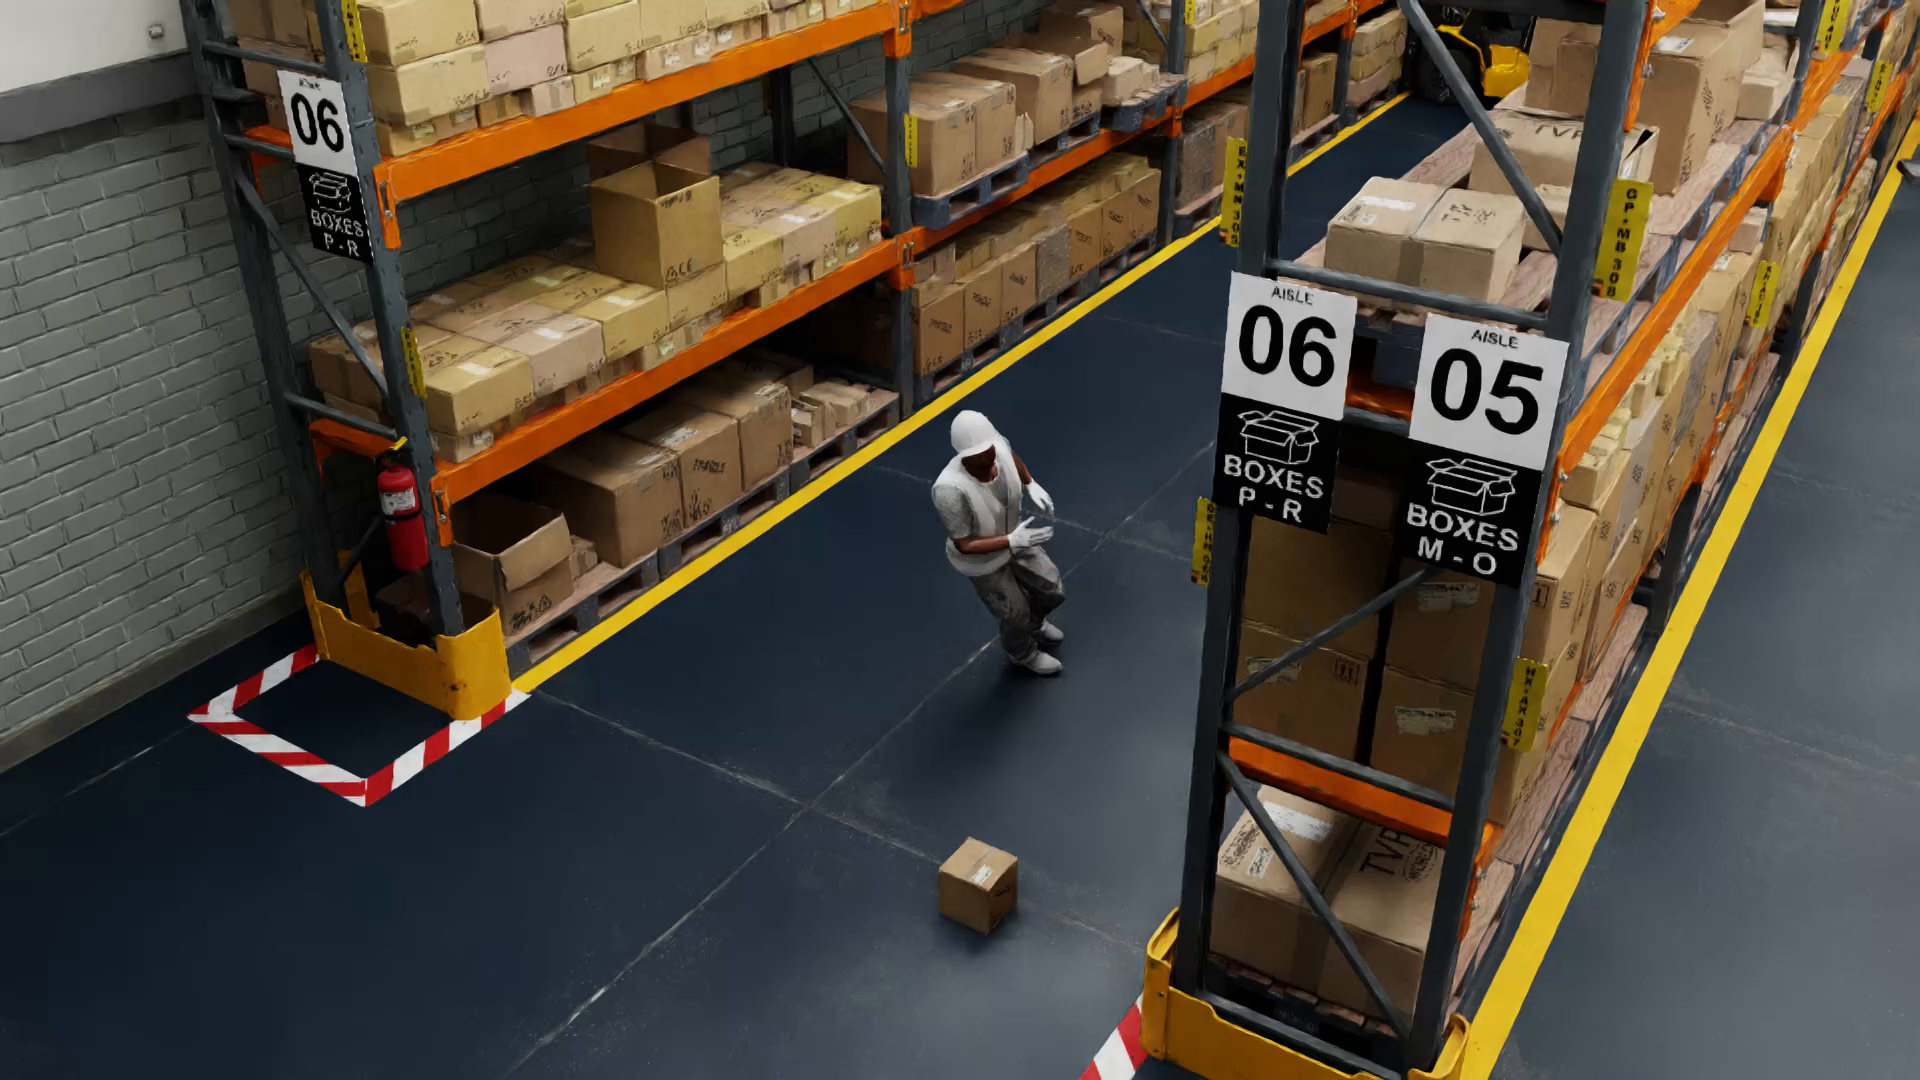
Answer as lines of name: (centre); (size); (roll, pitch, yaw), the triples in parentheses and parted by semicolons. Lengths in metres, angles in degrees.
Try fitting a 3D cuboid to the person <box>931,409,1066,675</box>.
person: (0.284, 0.035, 8.234); (0.573, 1.663, 0.944); (21, 36, 31)
